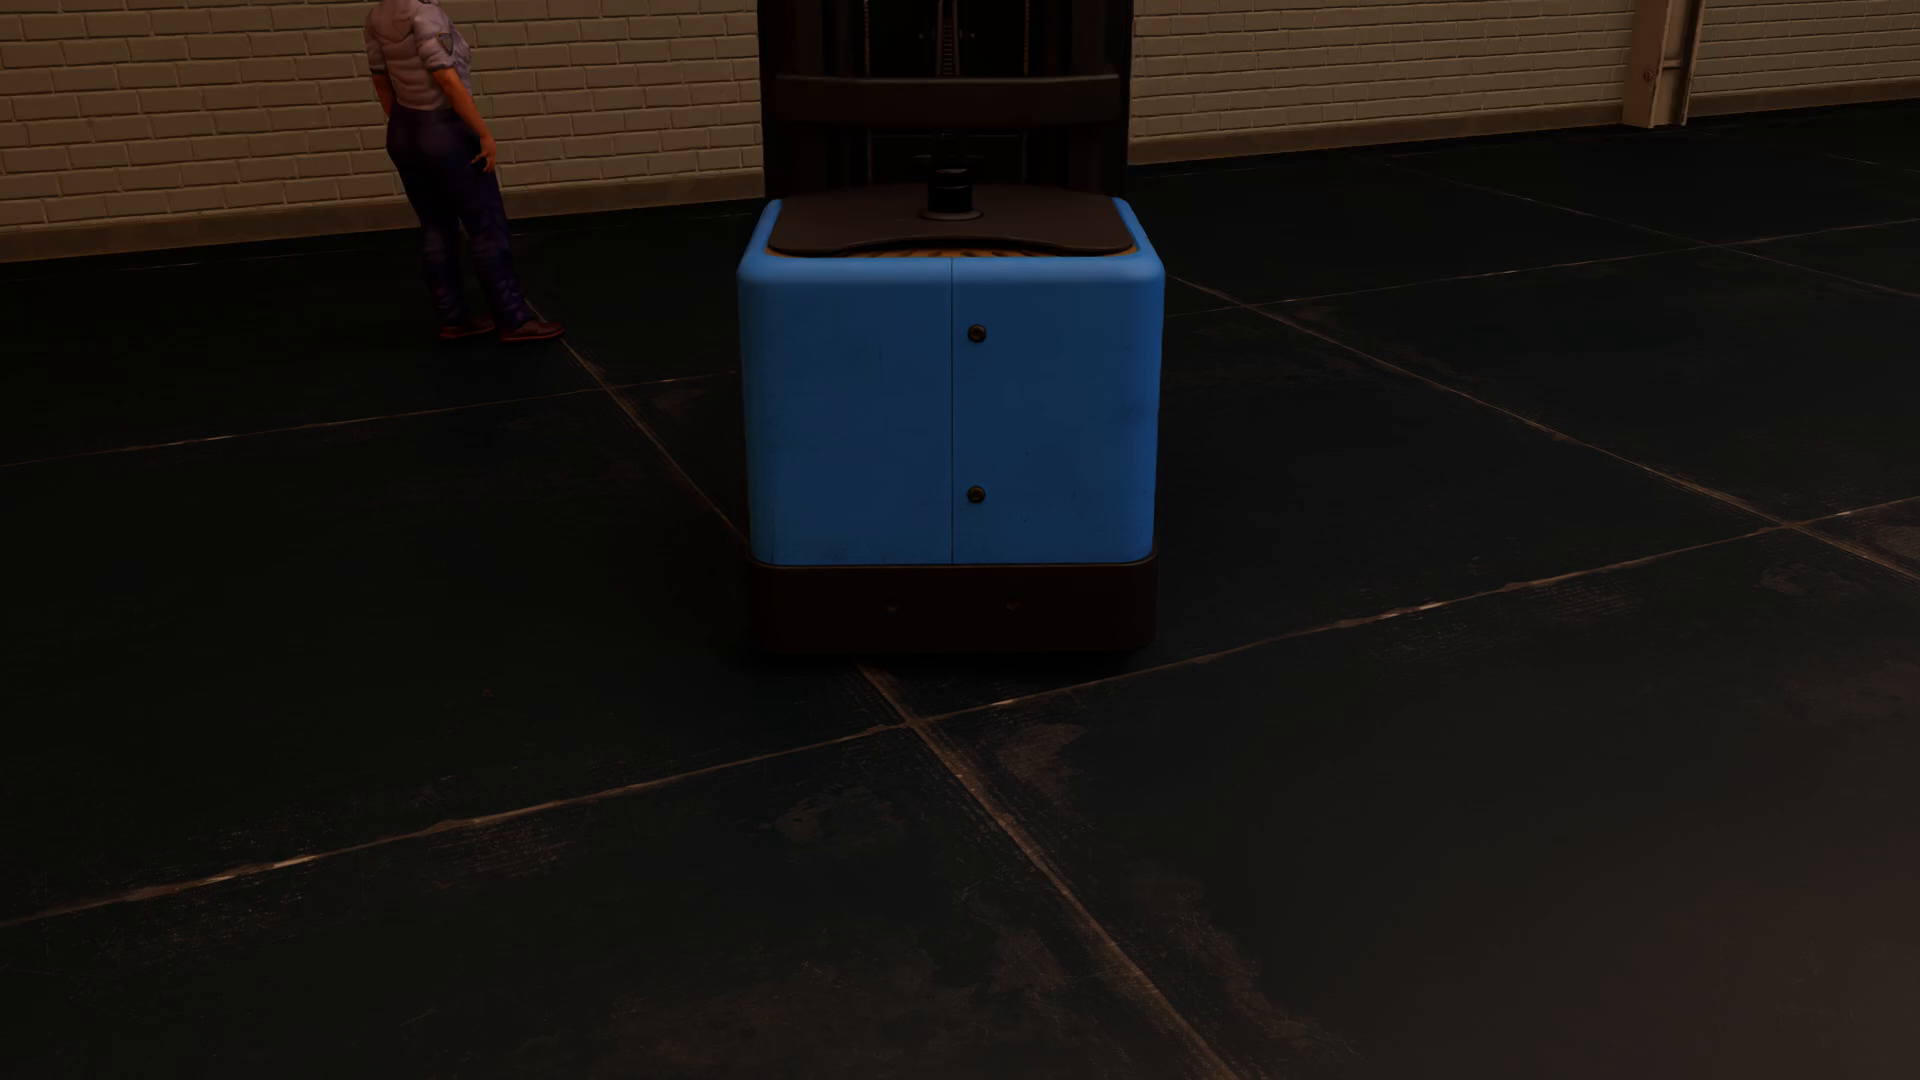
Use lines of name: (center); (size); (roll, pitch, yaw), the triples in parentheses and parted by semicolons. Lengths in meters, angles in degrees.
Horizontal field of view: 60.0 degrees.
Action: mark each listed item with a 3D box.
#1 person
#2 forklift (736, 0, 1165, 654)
person: (-2.081, -1.645, 6.902); (0.596, 1.650, 0.504); (16, 27, 33)
forklift: (-0.048, -1.580, 5.091); (1.130, 2.935, 3.031); (0, 23, -1)
